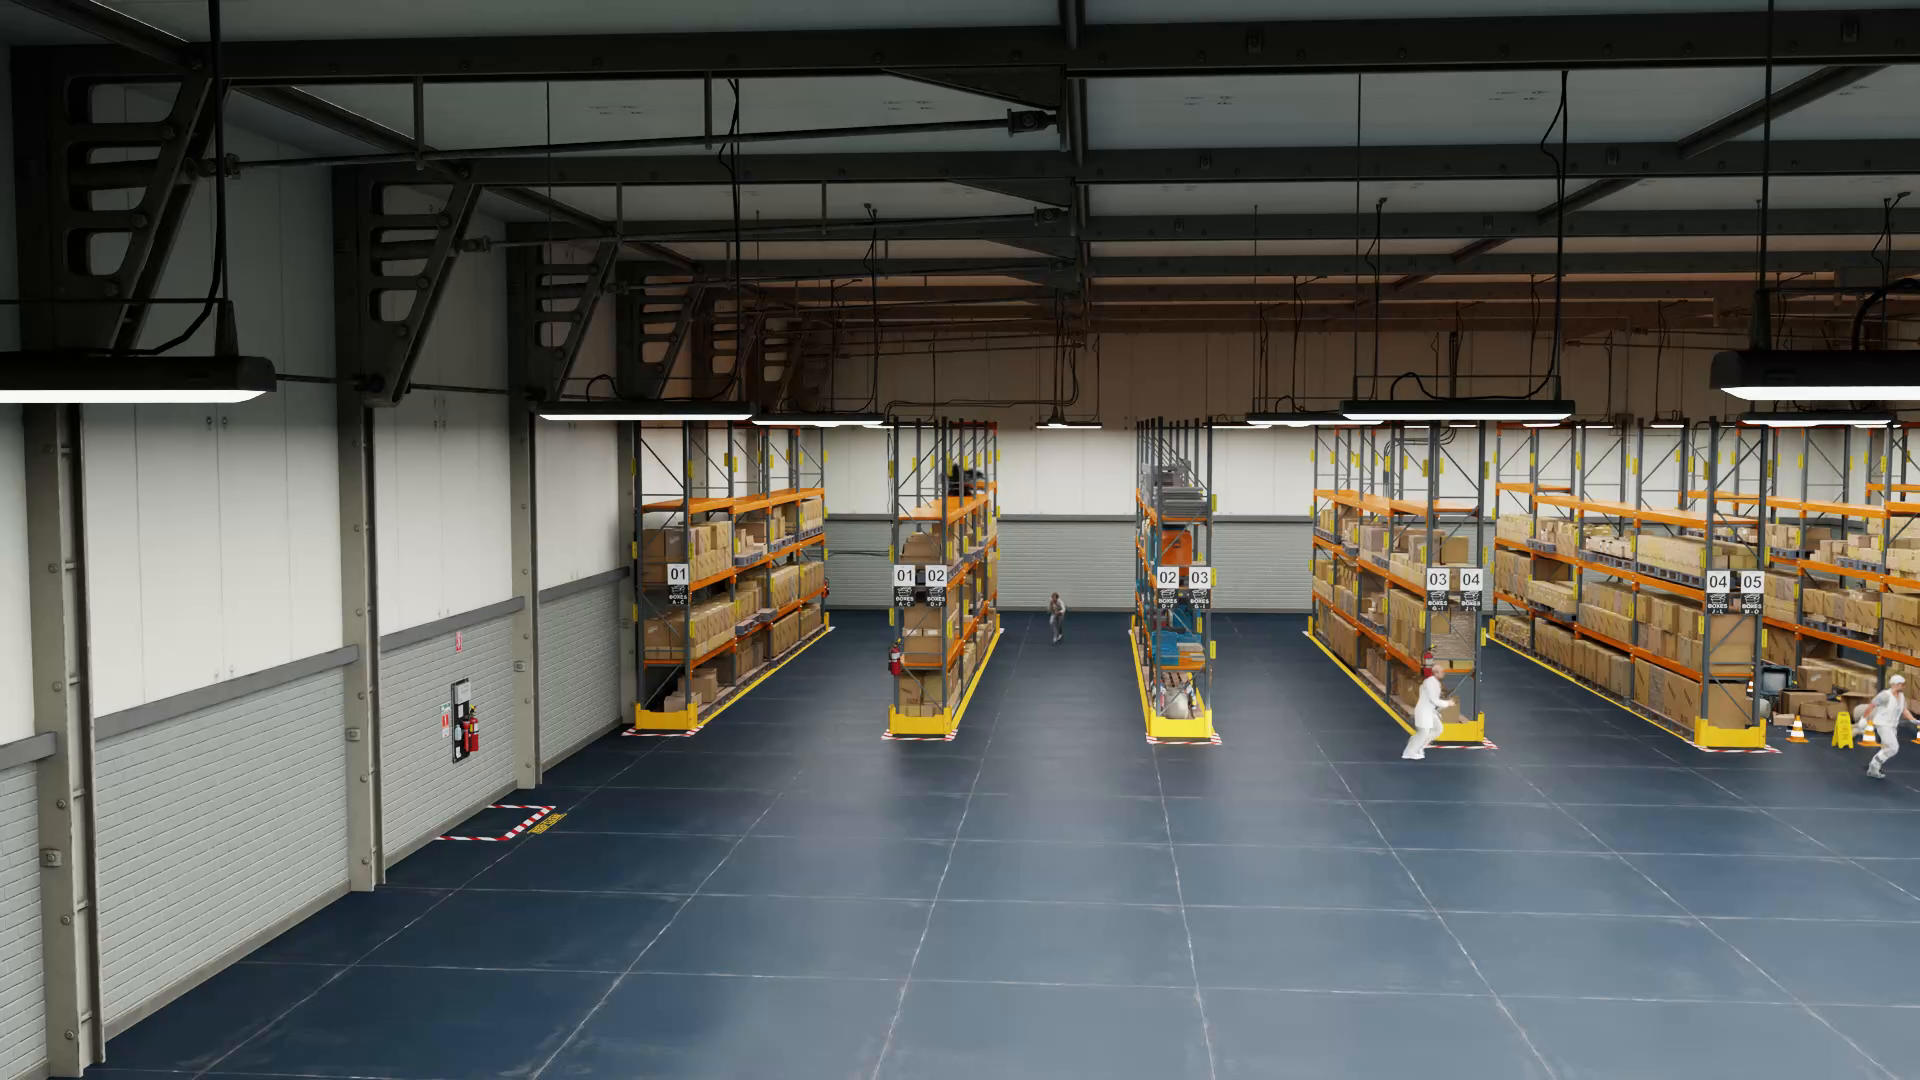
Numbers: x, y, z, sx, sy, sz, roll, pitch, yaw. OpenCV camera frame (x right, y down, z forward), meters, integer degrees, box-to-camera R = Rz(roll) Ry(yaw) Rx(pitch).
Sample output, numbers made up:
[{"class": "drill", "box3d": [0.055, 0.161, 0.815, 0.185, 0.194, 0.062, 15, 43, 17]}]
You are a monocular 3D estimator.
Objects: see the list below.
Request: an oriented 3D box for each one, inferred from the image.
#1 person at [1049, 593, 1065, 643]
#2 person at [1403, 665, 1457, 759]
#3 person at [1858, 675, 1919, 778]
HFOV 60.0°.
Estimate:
[{"class": "person", "box3d": [2.688, 2.093, 45.269, 0.547, 1.376, 1.040, 2, 4, 22]}, {"class": "person", "box3d": [8.177, 2.994, 28.935, 0.901, 1.672, 0.700, 2, 4, 26]}, {"class": "person", "box3d": [15.246, 3.063, 27.213, 0.664, 1.727, 0.778, -2, 4, -30]}]
